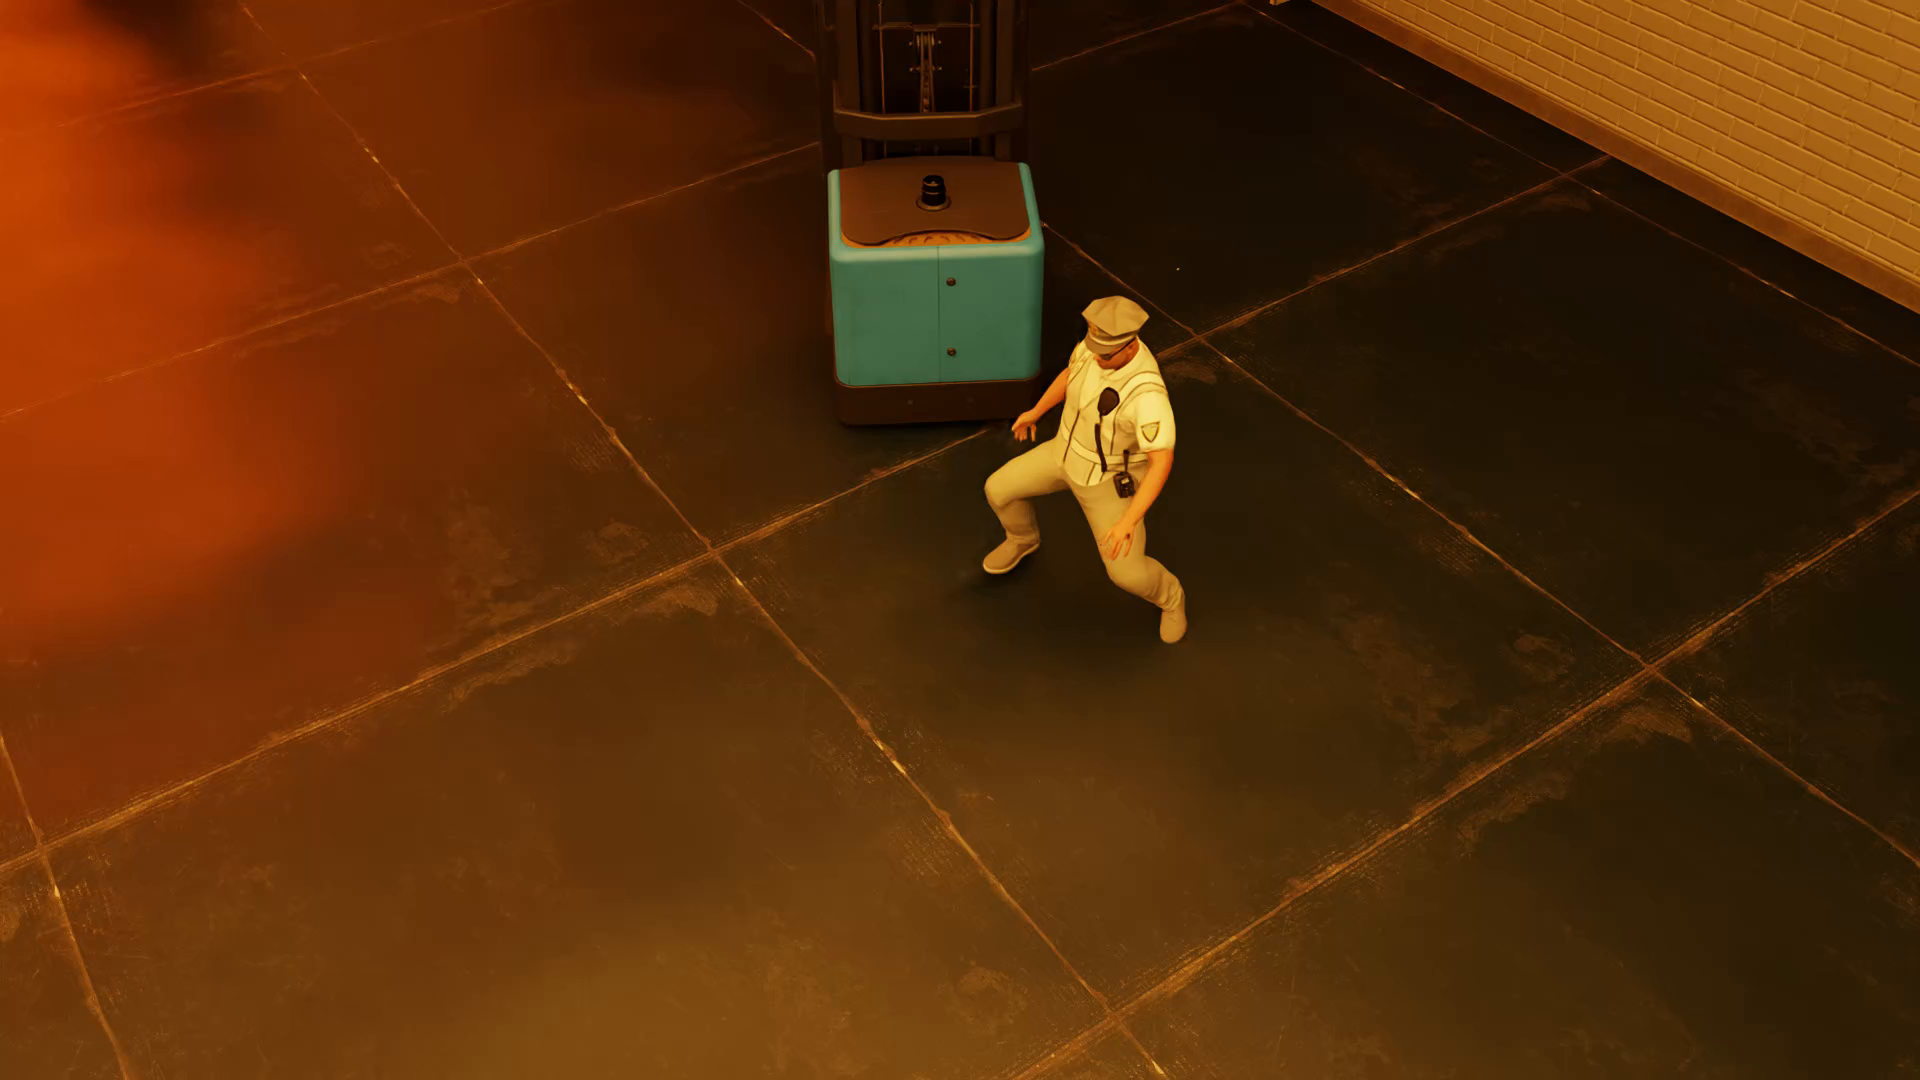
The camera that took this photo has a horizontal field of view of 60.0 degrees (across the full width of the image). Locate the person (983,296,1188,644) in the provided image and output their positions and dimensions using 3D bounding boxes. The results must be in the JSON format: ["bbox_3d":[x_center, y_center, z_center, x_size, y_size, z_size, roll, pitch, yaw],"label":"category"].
[{"bbox_3d":[0.603,-0.301,7.053,0.727,1.628,0.972,-22,47,-22],"label":"person"}]

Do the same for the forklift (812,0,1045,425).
[{"bbox_3d":[-0.204,-2.648,8.588,1.130,2.935,3.031,-3,43,-3],"label":"forklift"}]
